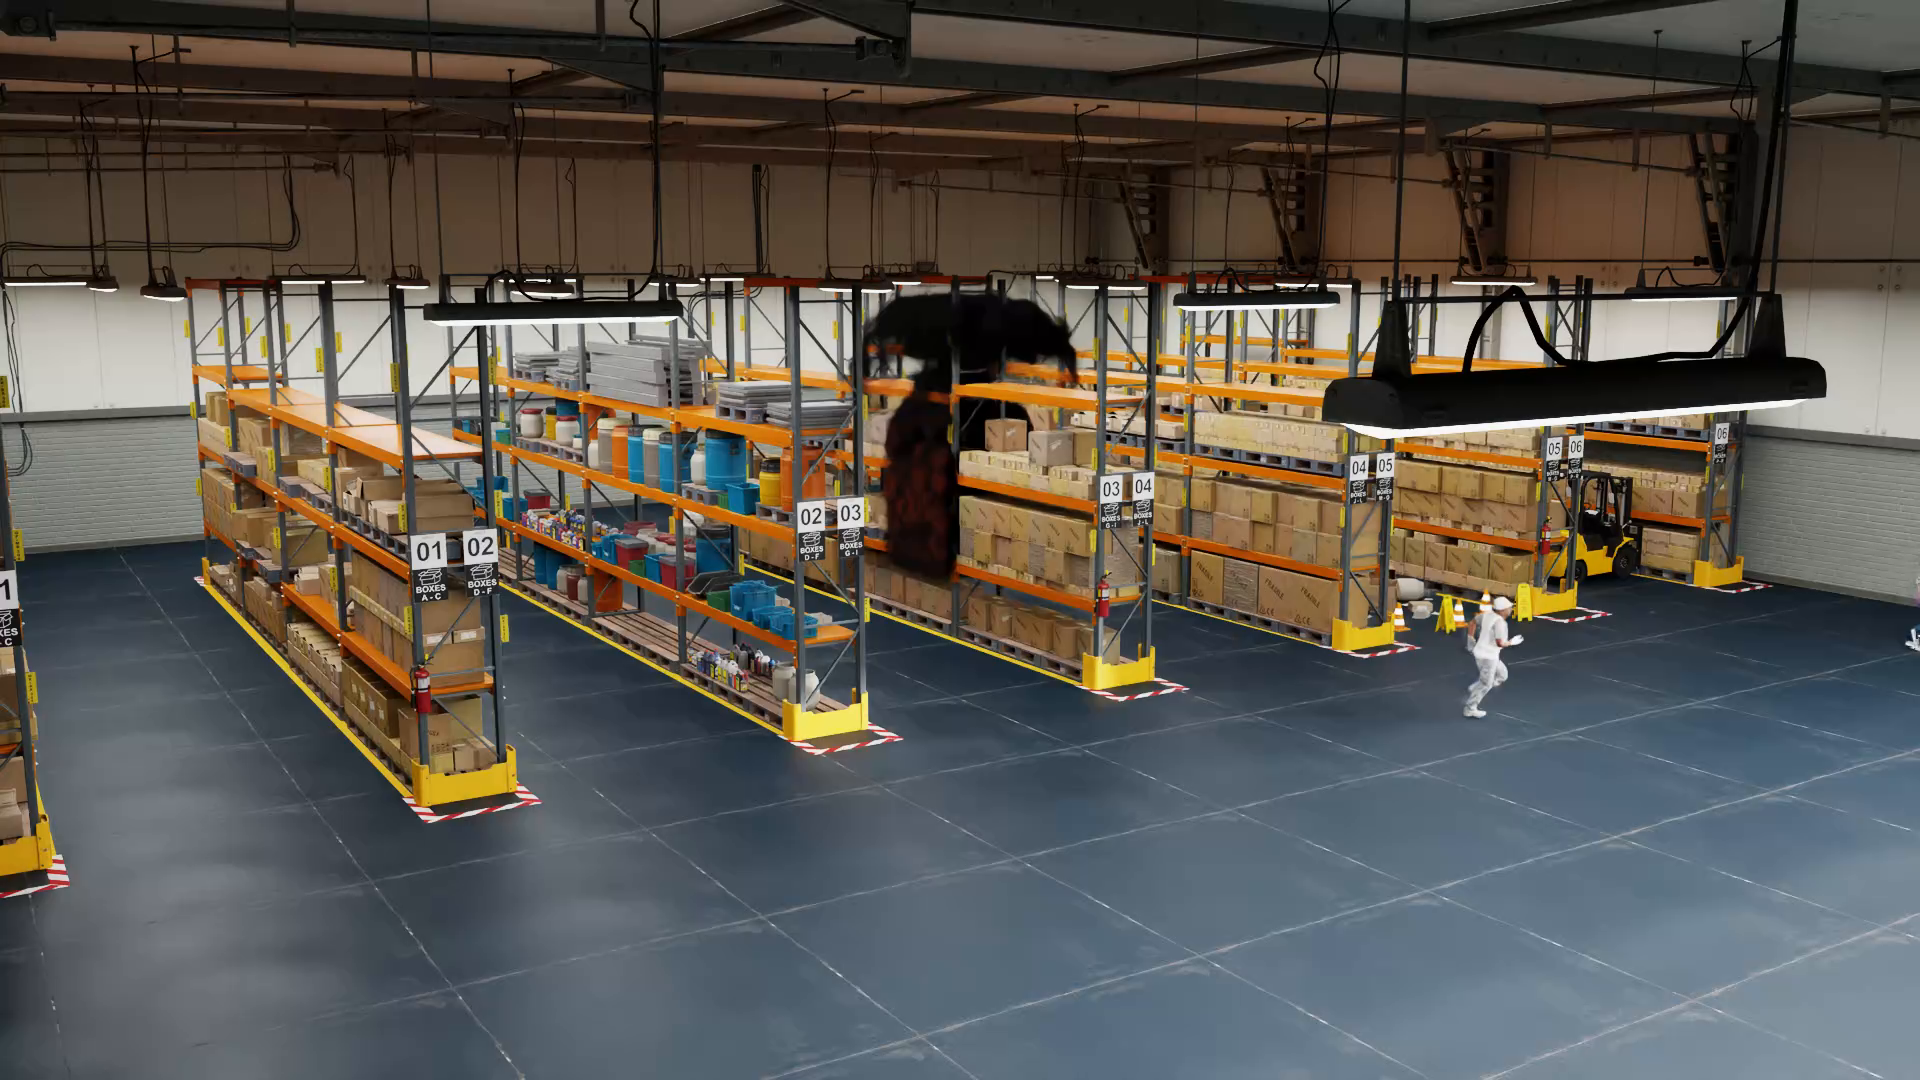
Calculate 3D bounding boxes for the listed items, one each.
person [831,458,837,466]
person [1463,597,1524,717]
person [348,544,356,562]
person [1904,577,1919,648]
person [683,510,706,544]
[{"bbox_3d":[-3.170,-1.368,41.275,0.867,1.622,0.607,-7,12,-34],"label":"person"},{"bbox_3d":[7.431,1.625,23.143,0.742,1.707,0.667,2,10,9],"label":"person"},{"bbox_3d":[-11.935,0.046,32.495,0.921,1.767,0.712,9,13,43],"label":"person"},{"bbox_3d":[15.865,1.028,27.174,0.646,1.541,0.530,8,13,40],"label":"person"},{"bbox_3d":[-5.336,-0.103,33.336,0.562,1.656,0.885,-7,12,-35],"label":"person"}]
